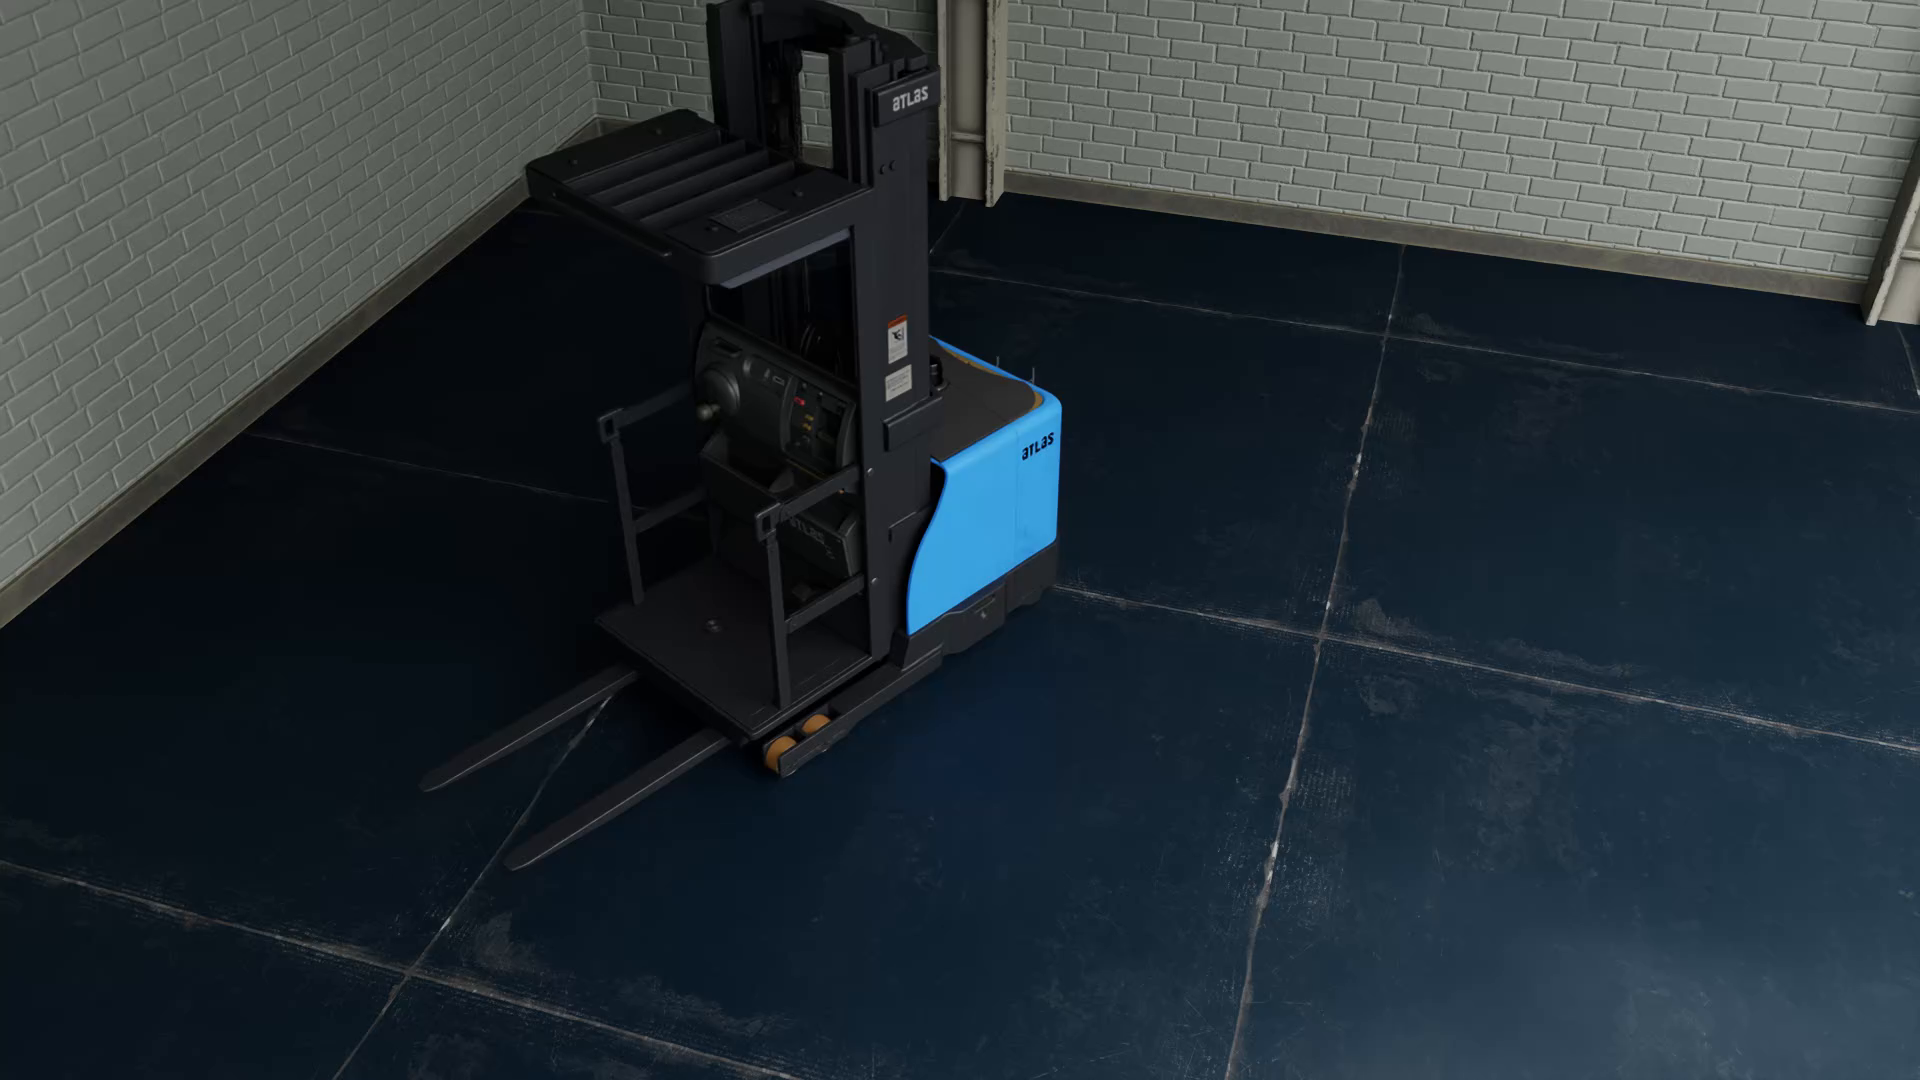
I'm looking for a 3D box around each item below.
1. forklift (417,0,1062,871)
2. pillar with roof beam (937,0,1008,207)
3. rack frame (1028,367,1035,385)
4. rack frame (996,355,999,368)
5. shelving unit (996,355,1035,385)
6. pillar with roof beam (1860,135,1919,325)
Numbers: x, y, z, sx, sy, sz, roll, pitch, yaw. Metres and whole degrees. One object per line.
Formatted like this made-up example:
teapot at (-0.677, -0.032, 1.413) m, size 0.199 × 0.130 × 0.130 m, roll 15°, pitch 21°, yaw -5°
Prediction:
forklift at (-0.907, -0.523, 6.673) m, size 1.130 × 2.935 × 3.031 m, roll 30°, pitch 46°, yaw 34°
pillar with roof beam at (-1.201, -3.629, 5.775) m, size 0.400 × 9.000 × 9.100 m, roll 10°, pitch 38°, yaw 14°
rack frame at (0.296, -0.417, 8.243) m, size 0.006 × 0.900 × 0.240 m, roll 21°, pitch 41°, yaw 26°
rack frame at (0.125, -0.482, 8.331) m, size 0.006 × 0.900 × 0.240 m, roll 21°, pitch 41°, yaw 26°
shelving unit at (0.210, -0.450, 8.287) m, size 0.210 × 0.900 × 0.258 m, roll 21°, pitch 41°, yaw 26°
pillar with roof beam at (4.526, -2.569, 4.334) m, size 0.400 × 9.000 × 9.100 m, roll 10°, pitch 38°, yaw 14°
